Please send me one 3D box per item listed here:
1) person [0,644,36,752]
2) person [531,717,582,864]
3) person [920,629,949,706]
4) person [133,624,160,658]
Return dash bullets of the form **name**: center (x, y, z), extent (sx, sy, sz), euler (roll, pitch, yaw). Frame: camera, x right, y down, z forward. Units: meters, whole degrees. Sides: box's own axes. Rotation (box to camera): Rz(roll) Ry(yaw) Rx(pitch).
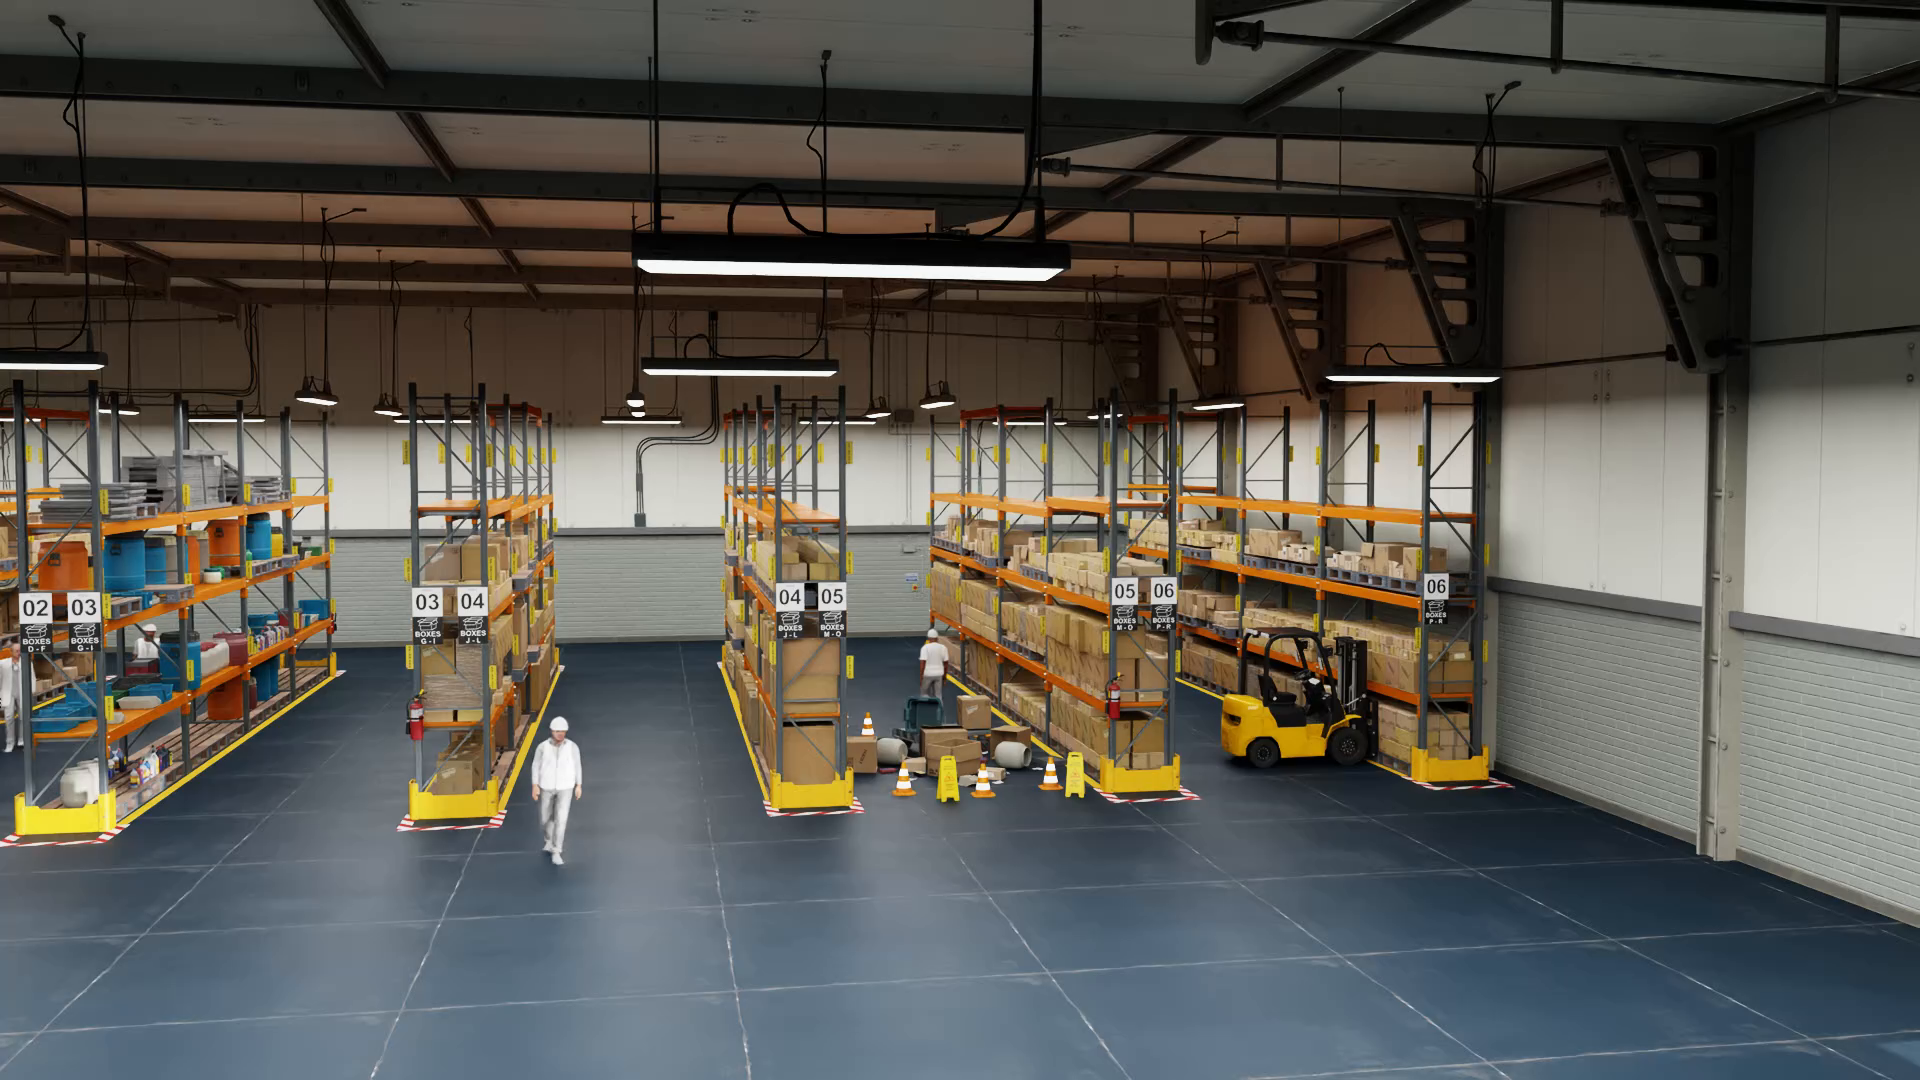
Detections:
- **person**: center (-16.151, 2.698, 28.452), extent (0.617, 1.812, 0.756), euler (-2, 4, -34)
- **person**: center (-5.019, 3.090, 20.703), extent (0.610, 1.766, 0.753), euler (-1, 3, -14)
- **person**: center (-0.492, 2.570, 31.043), extent (0.613, 1.805, 0.604), euler (-1, 3, -22)
- **person**: center (-15.471, 2.515, 31.720), extent (0.575, 1.801, 0.684), euler (-1, 3, -24)
